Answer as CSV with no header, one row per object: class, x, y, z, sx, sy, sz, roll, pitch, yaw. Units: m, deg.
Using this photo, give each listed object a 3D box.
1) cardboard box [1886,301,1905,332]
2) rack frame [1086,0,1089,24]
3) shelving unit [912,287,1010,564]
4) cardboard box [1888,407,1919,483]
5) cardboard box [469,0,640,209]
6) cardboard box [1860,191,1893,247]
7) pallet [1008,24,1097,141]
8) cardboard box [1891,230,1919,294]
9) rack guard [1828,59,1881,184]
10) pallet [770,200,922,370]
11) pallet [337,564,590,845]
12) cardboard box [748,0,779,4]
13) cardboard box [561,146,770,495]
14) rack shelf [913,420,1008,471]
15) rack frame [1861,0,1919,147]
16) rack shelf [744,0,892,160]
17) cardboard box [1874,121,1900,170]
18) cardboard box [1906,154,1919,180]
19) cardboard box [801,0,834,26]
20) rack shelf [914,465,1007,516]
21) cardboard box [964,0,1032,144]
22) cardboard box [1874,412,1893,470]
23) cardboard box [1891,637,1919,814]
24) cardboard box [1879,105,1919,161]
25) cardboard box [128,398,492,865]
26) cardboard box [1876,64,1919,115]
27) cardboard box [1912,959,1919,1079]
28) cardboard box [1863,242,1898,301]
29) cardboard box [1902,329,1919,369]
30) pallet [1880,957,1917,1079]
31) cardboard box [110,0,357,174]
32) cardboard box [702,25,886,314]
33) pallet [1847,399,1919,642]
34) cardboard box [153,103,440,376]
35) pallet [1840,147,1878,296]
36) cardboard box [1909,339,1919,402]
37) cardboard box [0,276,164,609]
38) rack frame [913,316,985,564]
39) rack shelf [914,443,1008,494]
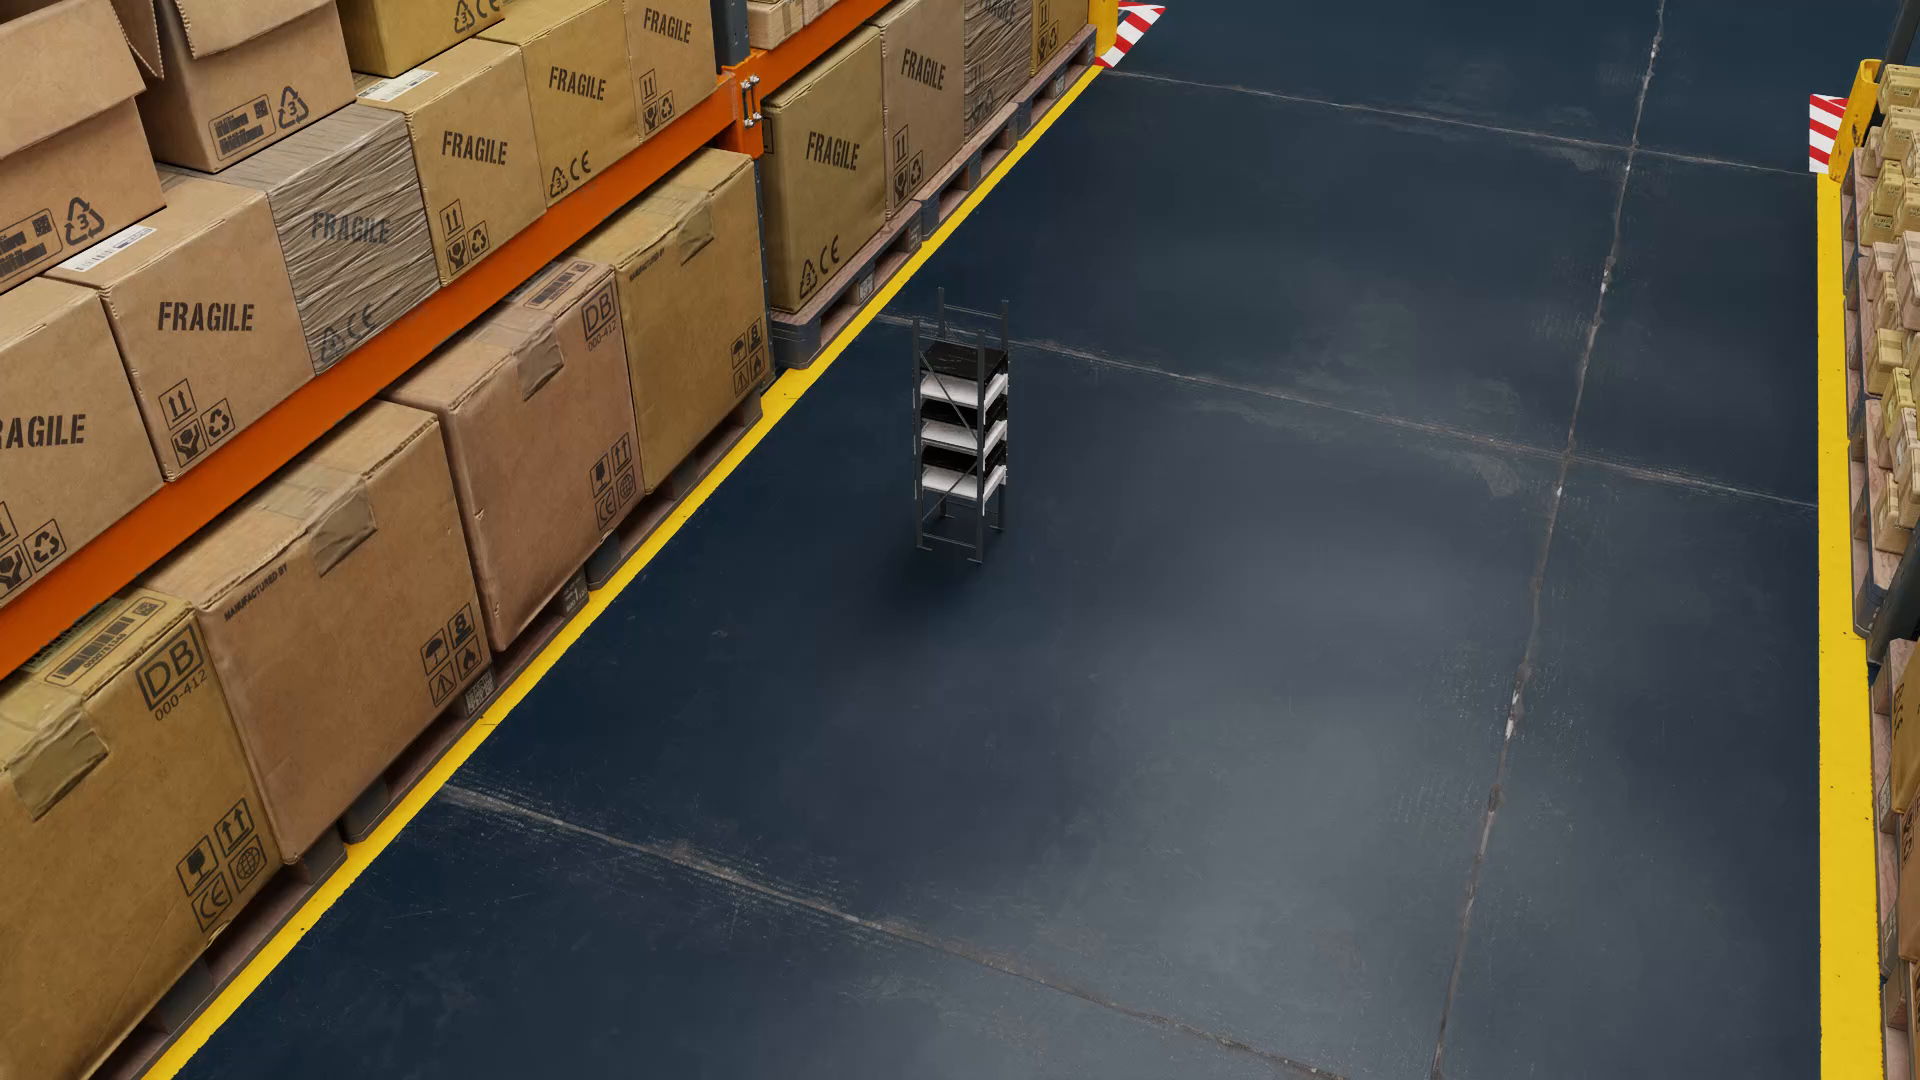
cardboard box,3.724,-0.753,6.283,0.380,0.149,0.250,15,39,19
rack frame,0.308,-4.131,8.771,1.000,3.000,0.127,14,39,18
shelving unit,0.003,-0.365,5.487,0.258,0.900,0.210,14,39,18
cardboard box,3.252,-0.275,5.395,0.380,0.149,0.250,12,38,16
cardboard box,-1.334,-1.363,4.984,0.500,0.500,0.500,15,39,19
cardboard box,4.050,-1.335,7.061,0.380,0.149,0.250,14,39,18
pallet,0.076,-2.553,8.990,1.003,0.211,1.213,14,39,18
cardboard box,3.657,-0.990,6.103,0.380,0.149,0.250,13,39,16
rack guard,4.827,-1.902,7.876,1.175,0.500,0.348,14,39,18
pallet,-0.852,-1.202,7.182,1.003,0.211,1.213,14,39,18
pallet,-1.901,0.323,5.141,1.003,0.211,1.213,14,39,18
cardboard box,-0.793,-2.176,6.032,0.500,0.250,0.500,13,39,17
cardboard box,-1.439,-0.874,5.838,1.225,0.875,0.875,14,39,18
rack shelf,0.003,-0.338,5.507,0.258,0.077,0.200,14,39,18
rack frame,4.856,-2.945,7.184,1.000,3.000,0.127,14,39,18
rack shelf,-0.453,-2.735,7.505,1.077,0.370,4.000,14,39,18
cardboard box,4.263,-1.720,7.328,0.380,0.149,0.250,14,39,18
cardboard box,4.003,-1.399,6.650,0.380,0.149,0.250,15,39,20
cardboard box,-0.694,-2.049,6.195,0.380,0.149,0.250,13,39,16
rack shelf,0.003,-0.194,5.614,0.258,0.077,0.200,14,39,18
cardboard box,-0.208,-2.571,8.109,0.875,0.875,0.875,14,39,18
cardboard box,3.386,-0.337,5.726,0.380,0.149,0.250,13,39,16
cardboard box,2.808,0.452,4.378,0.500,0.500,0.500,15,39,19
cardboard box,4.135,-1.706,7.061,0.380,0.149,0.250,14,39,18
cardboard box,-2.108,0.112,4.518,1.225,0.875,0.875,14,39,18
cardboard box,4.343,-1.997,7.450,0.380,0.149,0.250,12,38,16
cardboard box,2.421,1.038,3.593,0.500,0.500,0.500,15,39,19
cardboard box,3.866,-1.054,6.685,0.380,0.149,0.250,12,38,16
cardboard box,3.602,-0.690,5.949,0.380,0.149,0.250,15,39,19
pallet,2.577,1.496,3.572,1.003,0.211,1.213,14,39,18
cardboard box,-1.943,-1.277,4.032,0.797,0.503,0.637,15,39,19
cardboard box,-0.889,-1.580,6.783,0.875,0.875,0.875,14,39,18
pallet,3.557,0.007,5.565,1.003,0.211,1.213,14,39,18
cardboard box,-1.722,-0.795,4.225,0.500,0.500,0.500,14,39,18
pallet,4.486,-1.344,7.372,1.003,0.211,1.213,14,39,18
cardboard box,3.378,-0.541,5.502,0.380,0.149,0.250,13,39,17
cardboard box,-2.105,-0.235,3.475,0.500,0.500,0.500,13,39,17
rack frame,-0.036,-0.309,5.411,0.240,0.900,0.006,14,39,18
rack shelf,0.003,-0.266,5.560,0.258,0.077,0.200,14,39,18
